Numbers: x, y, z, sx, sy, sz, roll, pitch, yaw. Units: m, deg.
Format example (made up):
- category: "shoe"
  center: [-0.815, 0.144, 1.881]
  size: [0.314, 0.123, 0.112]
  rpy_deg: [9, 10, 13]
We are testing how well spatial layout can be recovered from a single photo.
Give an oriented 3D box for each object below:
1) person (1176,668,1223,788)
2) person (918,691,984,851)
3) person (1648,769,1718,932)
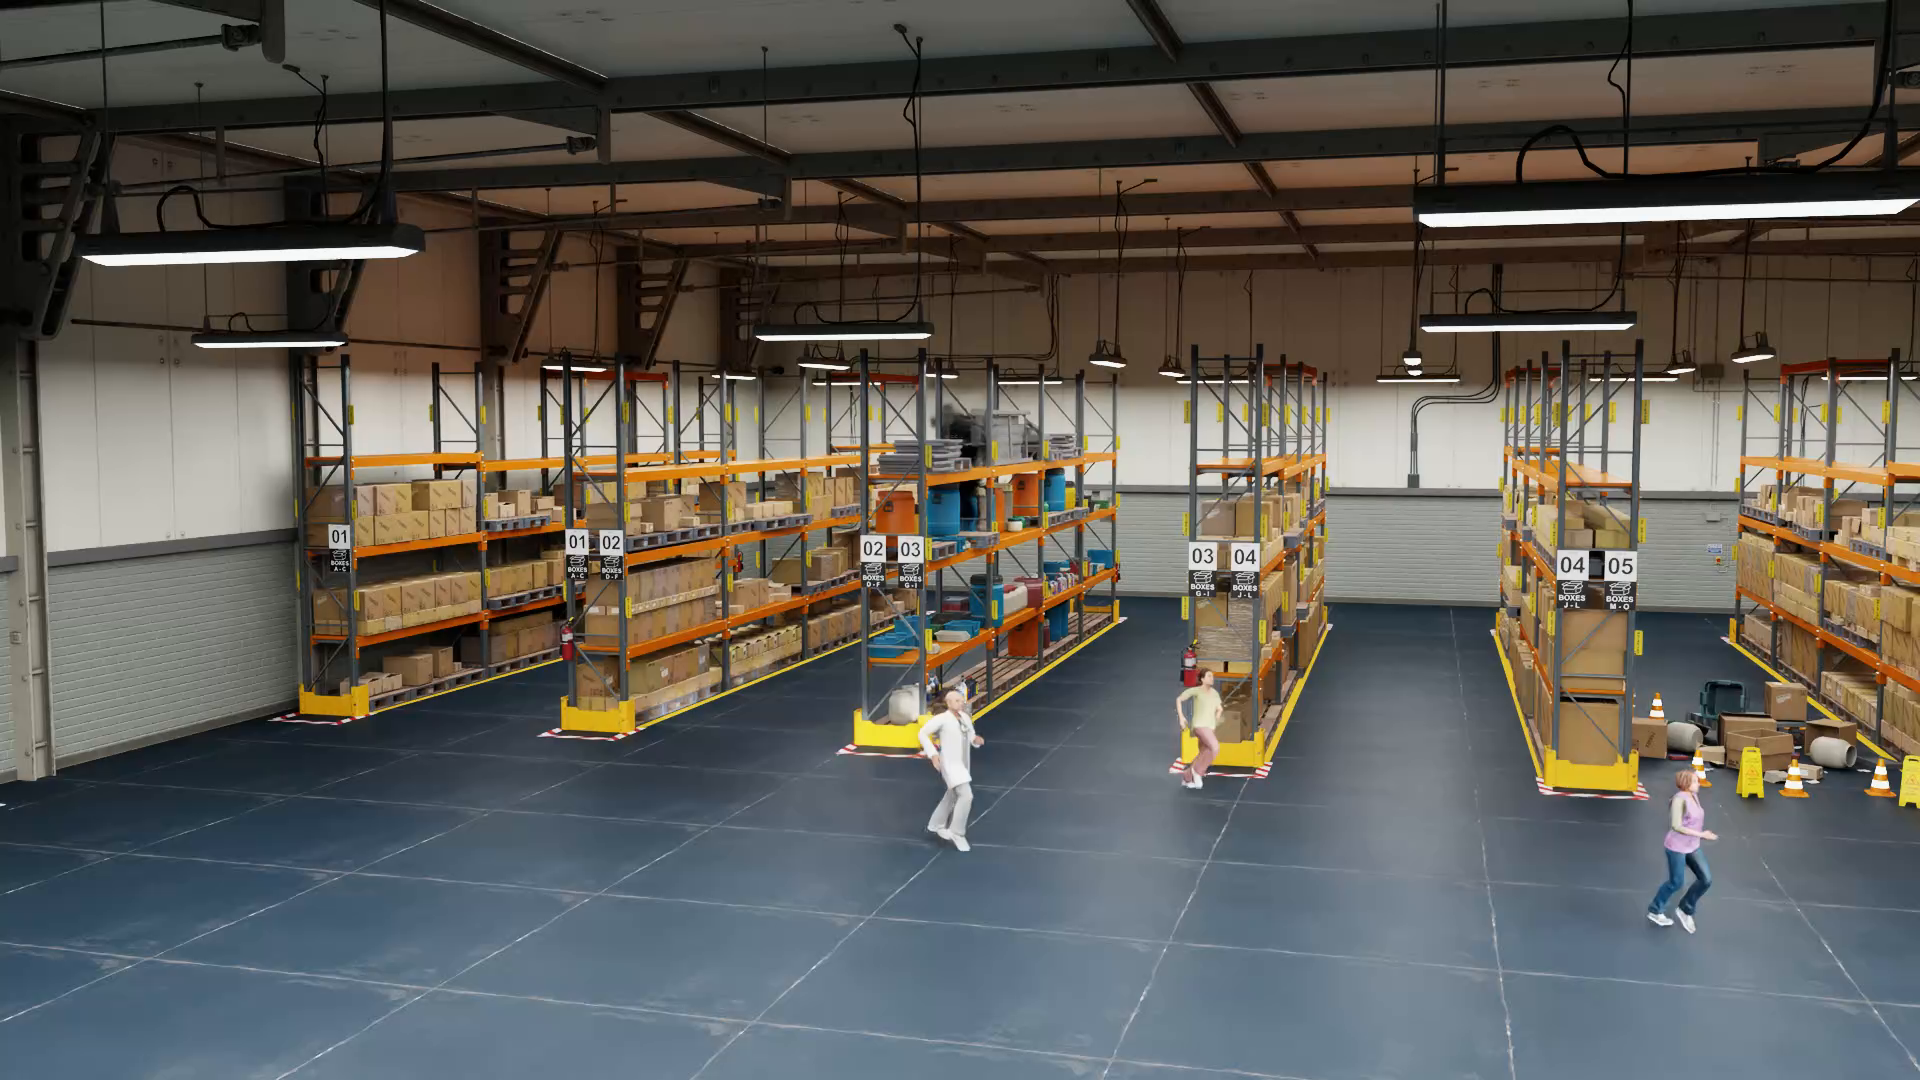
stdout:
- category: "person"
  center: [3.280, 2.517, 22.205]
  size: [0.601, 1.606, 0.639]
  rpy_deg: [-4, 6, -41]
- category: "person"
  center: [-0.069, 2.673, 19.318]
  size: [0.828, 1.846, 0.669]
  rpy_deg: [3, 5, 33]
- category: "person"
  center: [7.021, 3.013, 16.087]
  size: [0.558, 1.625, 0.673]
  rpy_deg: [-3, 5, -39]
